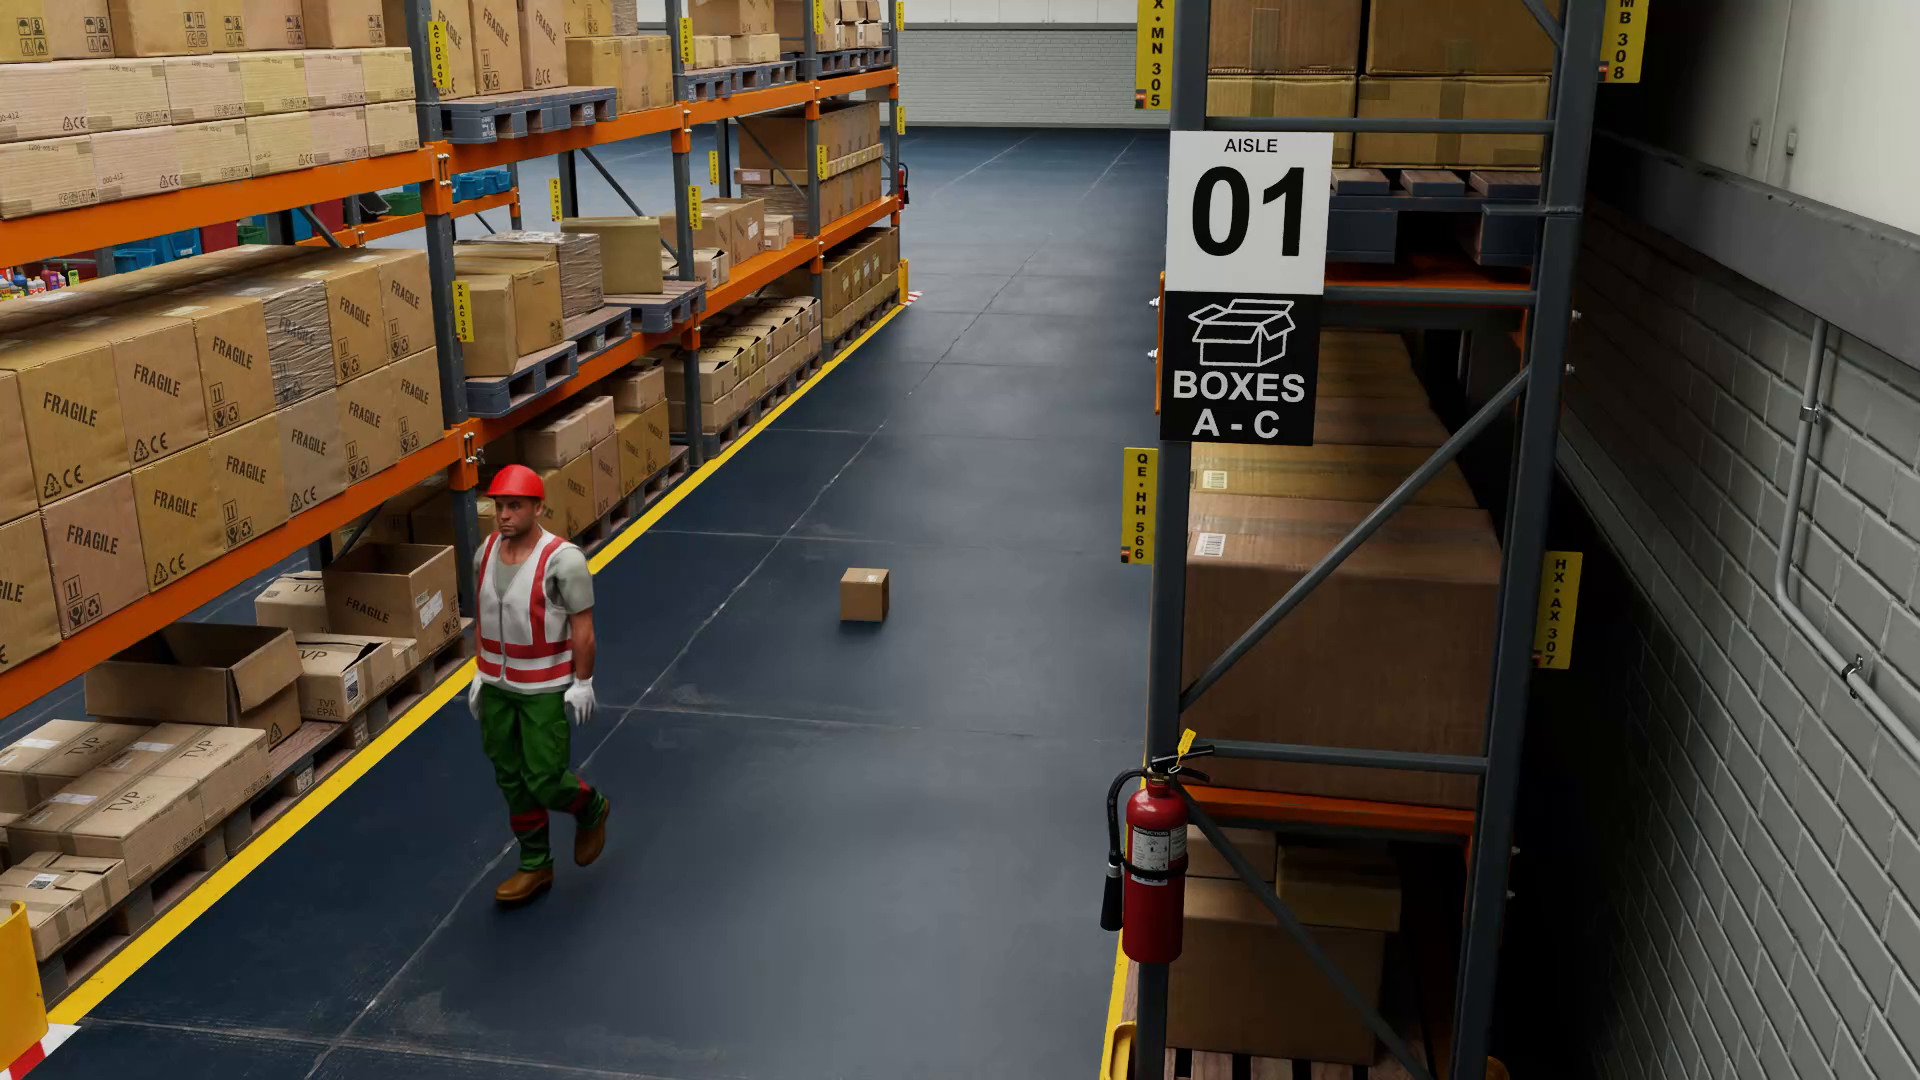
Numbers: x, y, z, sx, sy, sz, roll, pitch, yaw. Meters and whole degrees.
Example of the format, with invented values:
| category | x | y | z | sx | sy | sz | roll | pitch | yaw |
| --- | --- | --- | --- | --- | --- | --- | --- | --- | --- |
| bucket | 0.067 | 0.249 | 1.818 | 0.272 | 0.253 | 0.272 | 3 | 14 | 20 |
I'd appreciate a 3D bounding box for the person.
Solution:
| category | x | y | z | sx | sy | sz | roll | pitch | yaw |
| --- | --- | --- | --- | --- | --- | --- | --- | --- | --- |
| person | -1.711 | 0.566 | 6.663 | 0.545 | 1.781 | 0.545 | 8 | 19 | 23 |
